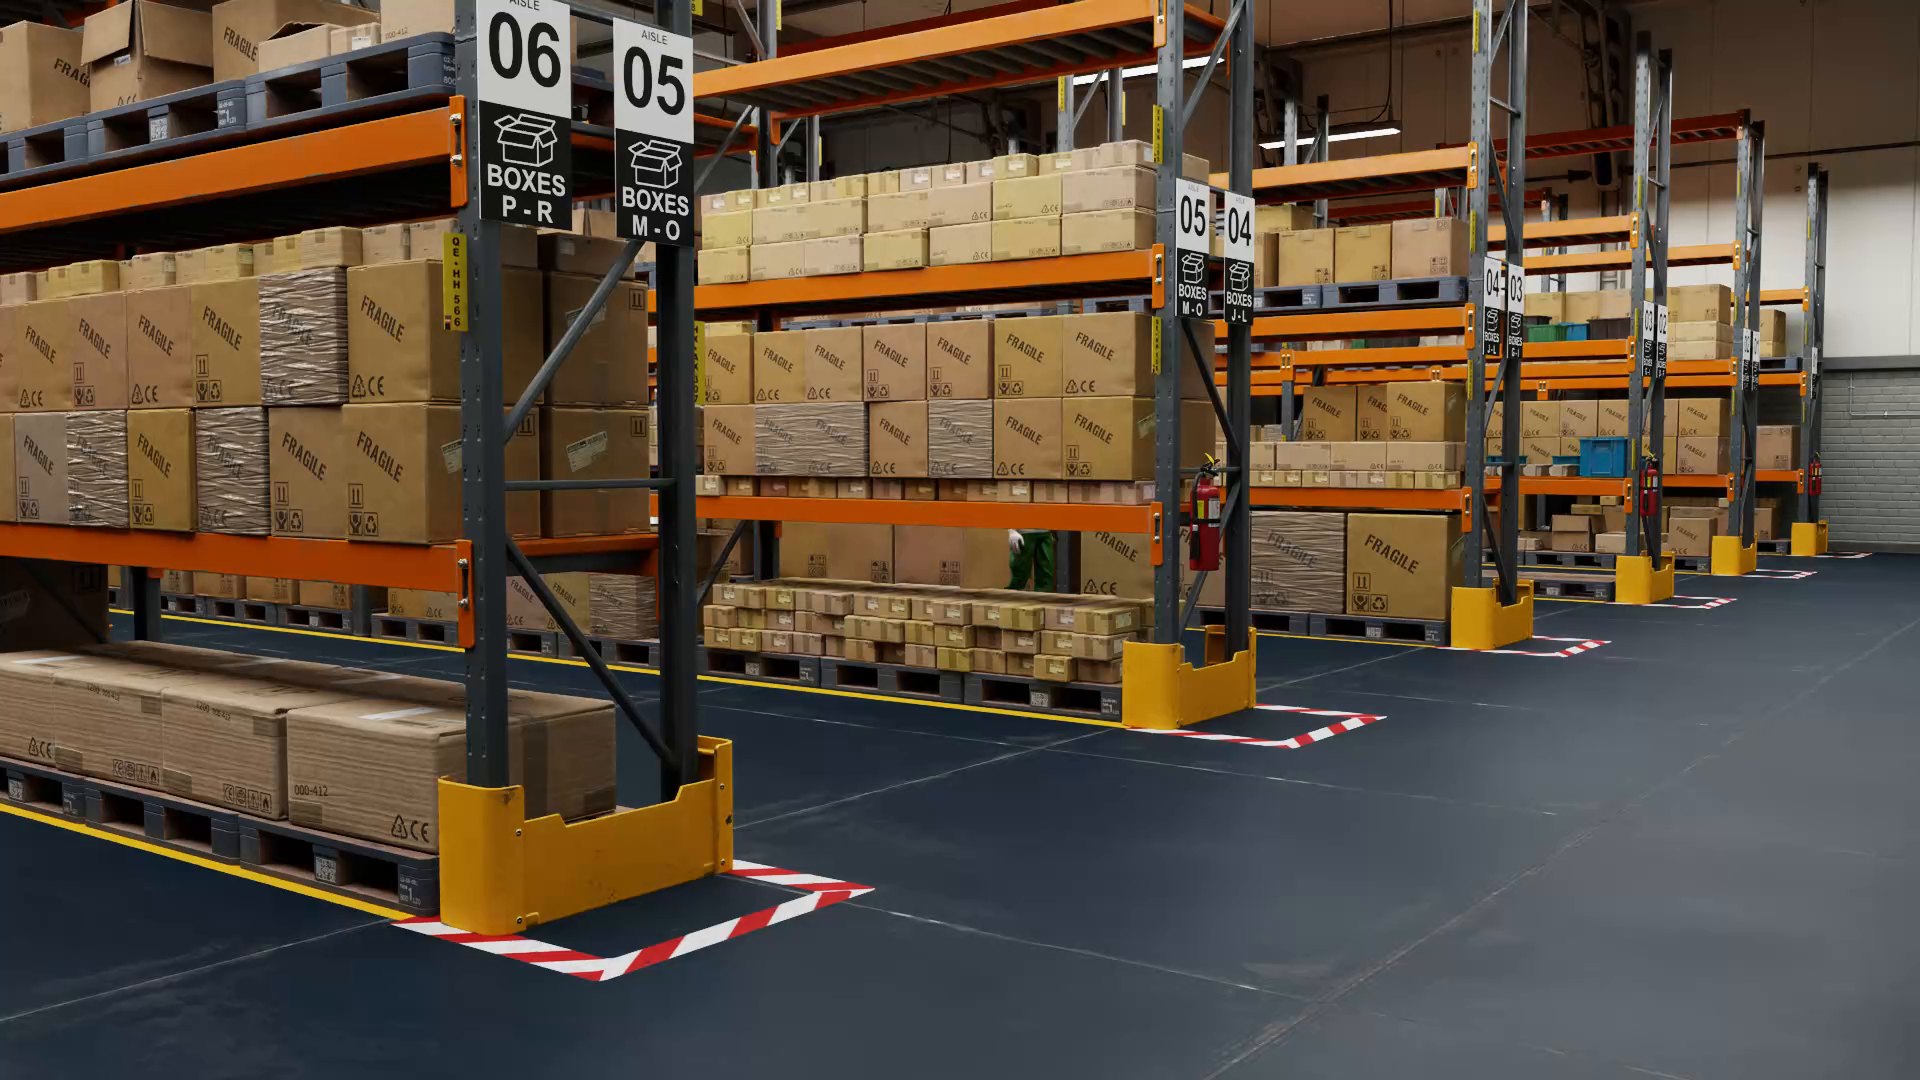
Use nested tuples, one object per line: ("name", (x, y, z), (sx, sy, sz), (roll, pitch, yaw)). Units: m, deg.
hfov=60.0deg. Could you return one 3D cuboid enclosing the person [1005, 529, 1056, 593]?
("person", (0.641, -0.044, 14.417), (0.562, 1.803, 0.564), (3, 4, 42))
